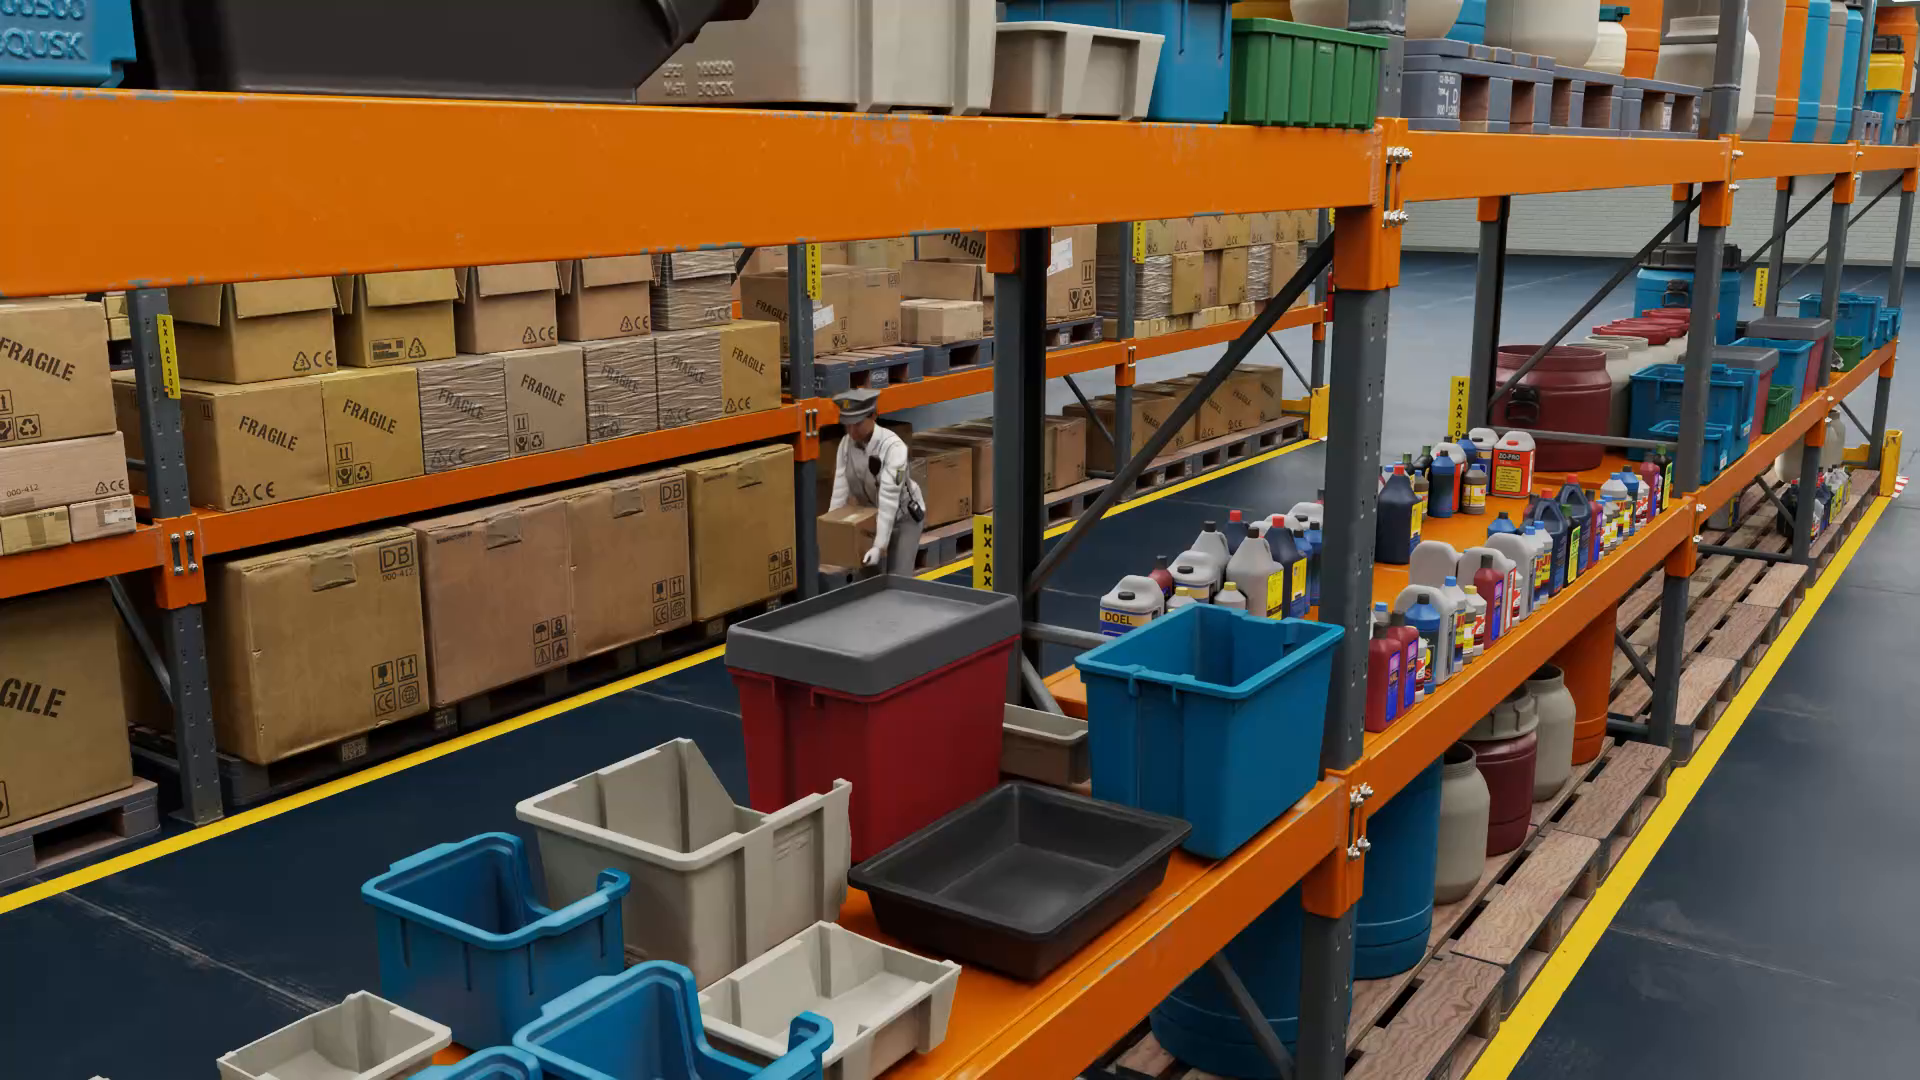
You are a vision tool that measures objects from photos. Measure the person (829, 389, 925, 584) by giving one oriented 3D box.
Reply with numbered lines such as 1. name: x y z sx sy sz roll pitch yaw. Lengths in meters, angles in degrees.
1. person: -0.433 -0.029 8.800 0.413 1.584 0.588 8 15 32
